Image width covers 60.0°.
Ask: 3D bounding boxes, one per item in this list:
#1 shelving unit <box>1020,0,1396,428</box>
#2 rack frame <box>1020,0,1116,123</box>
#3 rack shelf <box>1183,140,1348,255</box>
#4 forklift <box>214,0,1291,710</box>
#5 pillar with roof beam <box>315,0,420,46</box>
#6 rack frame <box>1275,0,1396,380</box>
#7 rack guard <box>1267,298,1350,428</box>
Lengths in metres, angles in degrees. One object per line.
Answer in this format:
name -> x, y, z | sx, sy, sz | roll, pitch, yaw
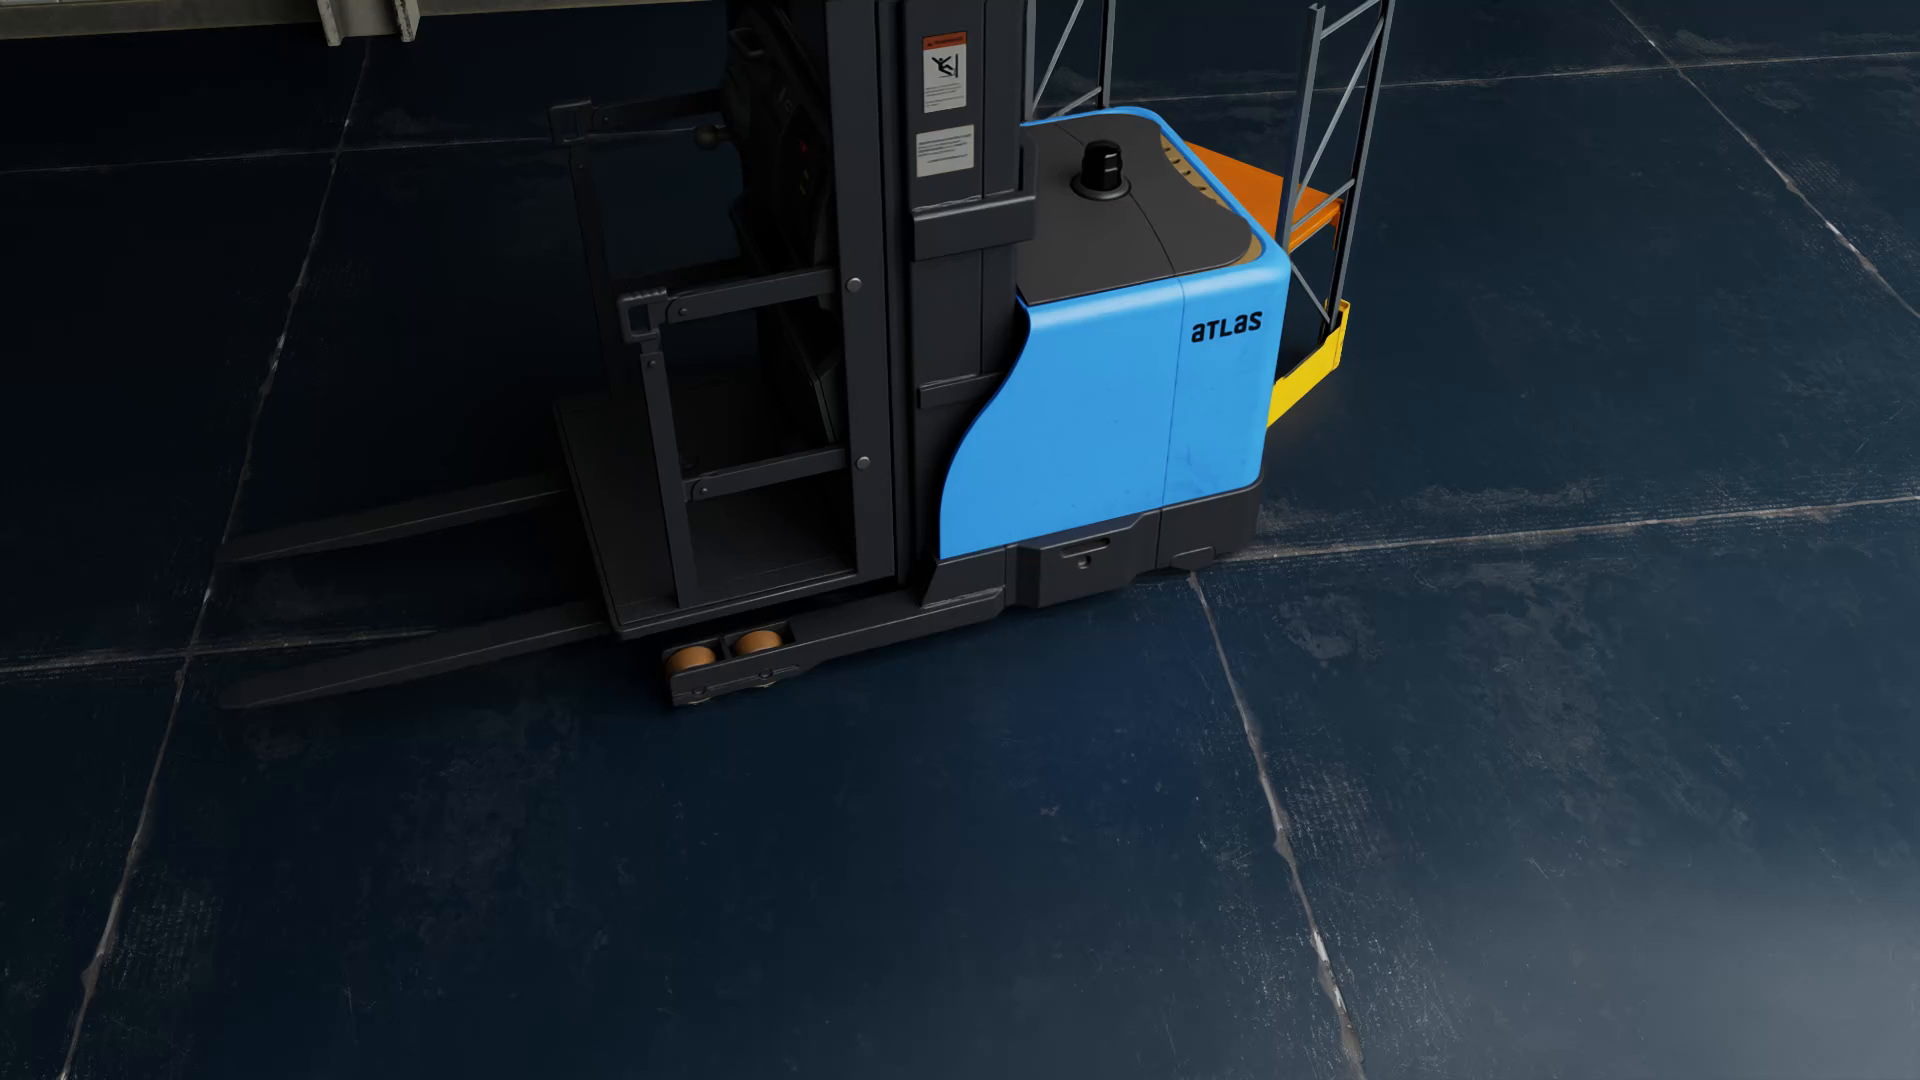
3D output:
shelving unit -> 0.764, -1.272, 5.541 | 1.083, 1.500, 0.587 | 29, 49, 28
rack frame -> 0.365, -1.493, 5.786 | 0.032, 1.500, 0.500 | 29, 49, 28
rack shelf -> 0.757, -1.143, 5.666 | 1.000, 0.185, 0.538 | 29, 49, 28
forklift -> -0.654, -1.023, 4.196 | 3.031, 2.935, 1.130 | -13, 44, -14
pillar with roof beam -> -2.244, -2.927, 1.777 | 0.400, 9.000, 9.100 | -5, 42, -6
rack frame -> 1.148, -1.059, 5.304 | 0.032, 1.500, 0.500 | 29, 49, 28
rack guard -> 1.147, -0.596, 5.724 | 0.087, 0.250, 0.587 | 29, 49, 28
